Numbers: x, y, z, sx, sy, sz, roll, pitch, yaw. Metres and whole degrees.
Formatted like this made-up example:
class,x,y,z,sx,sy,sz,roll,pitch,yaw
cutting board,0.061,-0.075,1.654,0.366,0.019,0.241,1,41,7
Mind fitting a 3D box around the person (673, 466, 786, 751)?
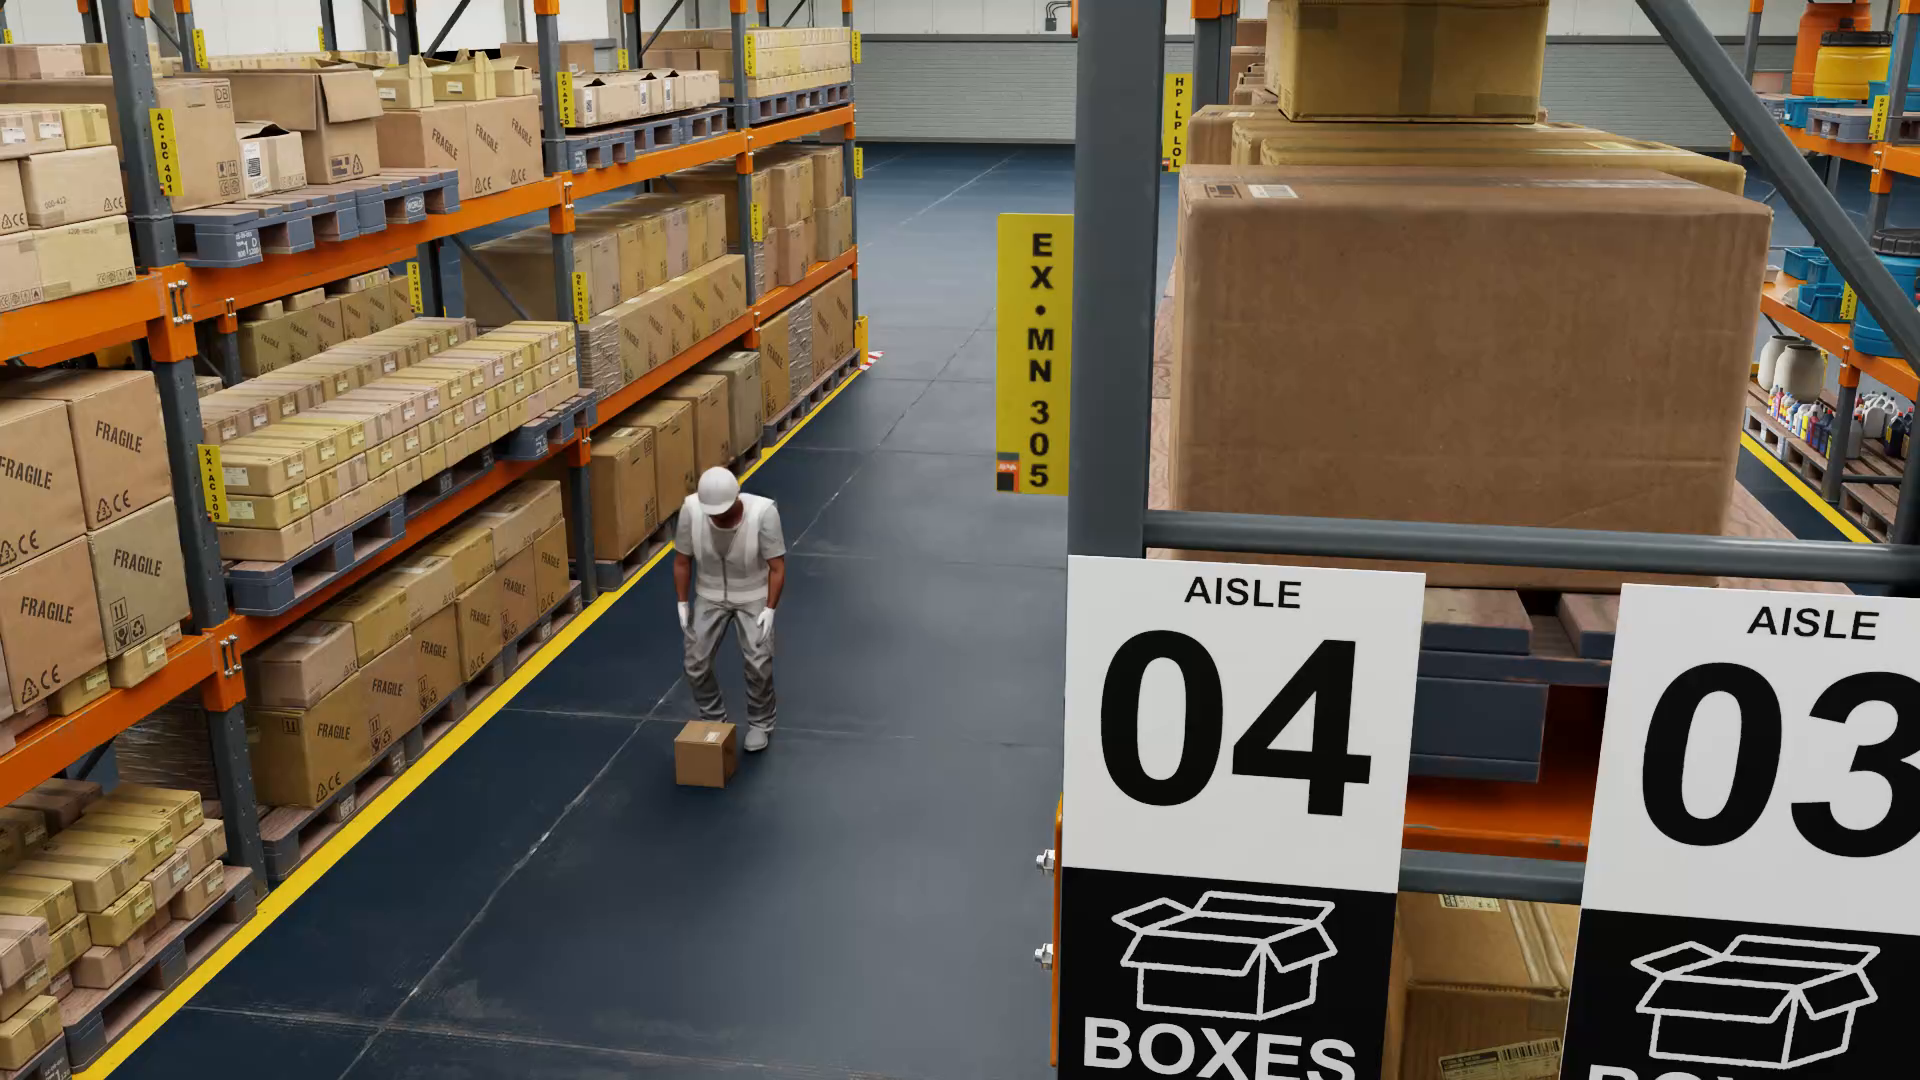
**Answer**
class,x,y,z,sx,sy,sz,roll,pitch,yaw
person,-1.191,0.338,8.766,0.601,1.602,0.629,3,18,9
